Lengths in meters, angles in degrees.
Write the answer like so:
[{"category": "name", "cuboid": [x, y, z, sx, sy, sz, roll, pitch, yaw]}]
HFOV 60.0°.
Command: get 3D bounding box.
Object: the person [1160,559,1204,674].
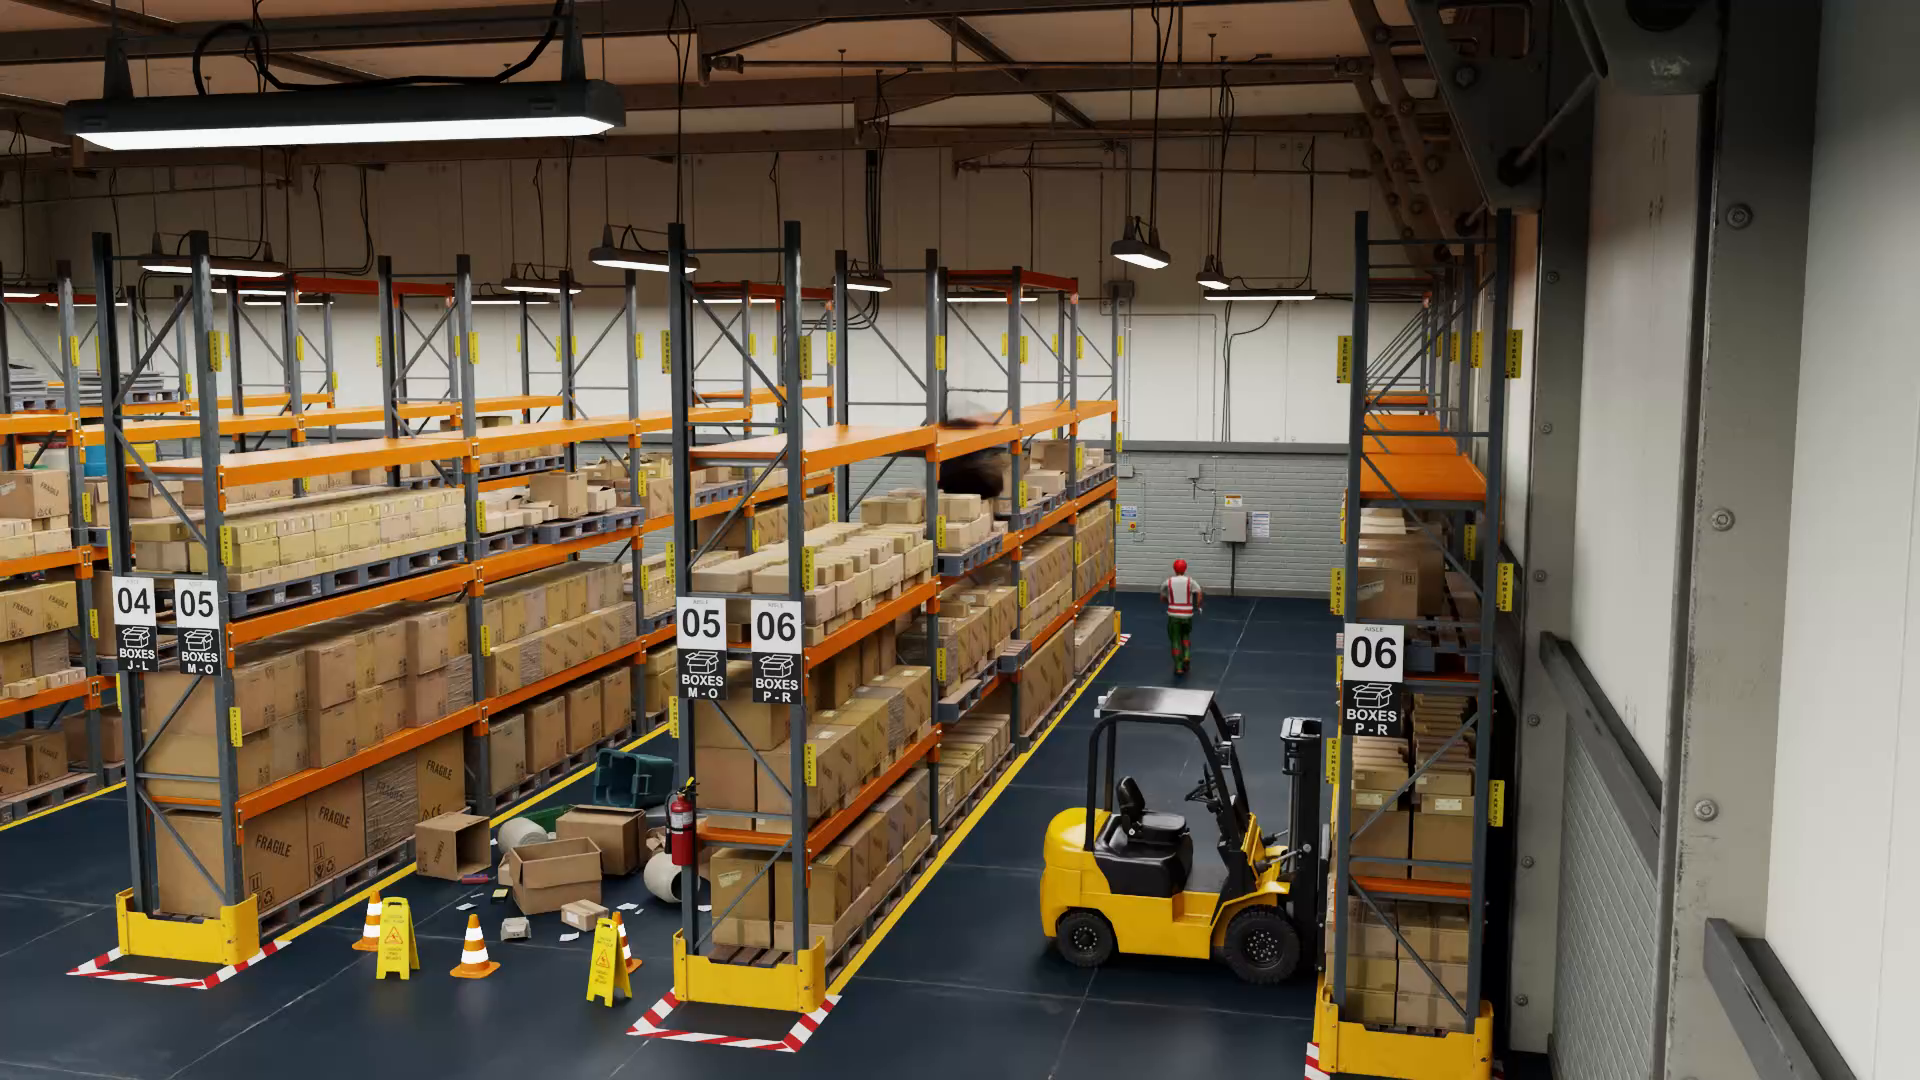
[{"category": "person", "cuboid": [3.392, 1.162, 25.585, 0.641, 1.775, 0.690, 0, 7, 1]}]
